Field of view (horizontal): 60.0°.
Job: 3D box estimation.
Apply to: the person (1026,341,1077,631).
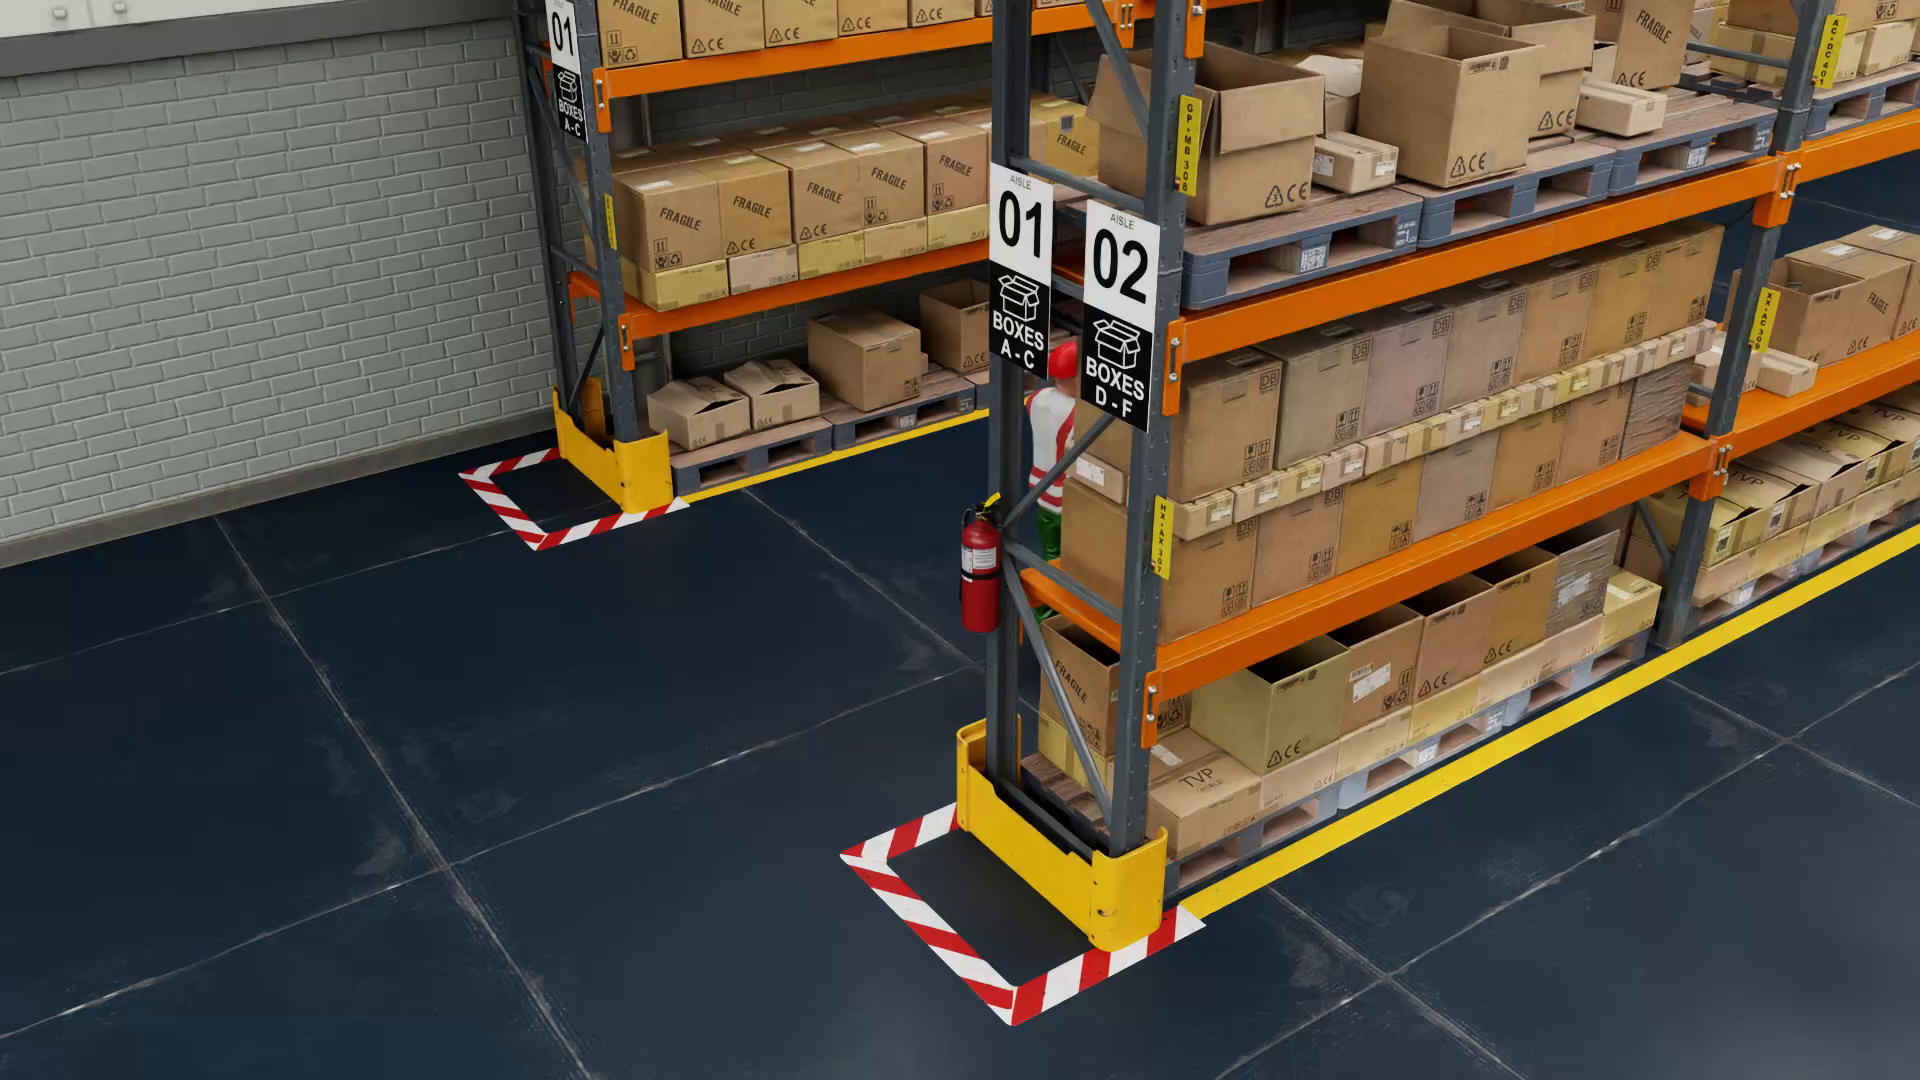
[{"bbox_3d":[0.636,-0.249,9.054,0.508,1.794,0.528,-19,34,-31],"label":"person"}]
